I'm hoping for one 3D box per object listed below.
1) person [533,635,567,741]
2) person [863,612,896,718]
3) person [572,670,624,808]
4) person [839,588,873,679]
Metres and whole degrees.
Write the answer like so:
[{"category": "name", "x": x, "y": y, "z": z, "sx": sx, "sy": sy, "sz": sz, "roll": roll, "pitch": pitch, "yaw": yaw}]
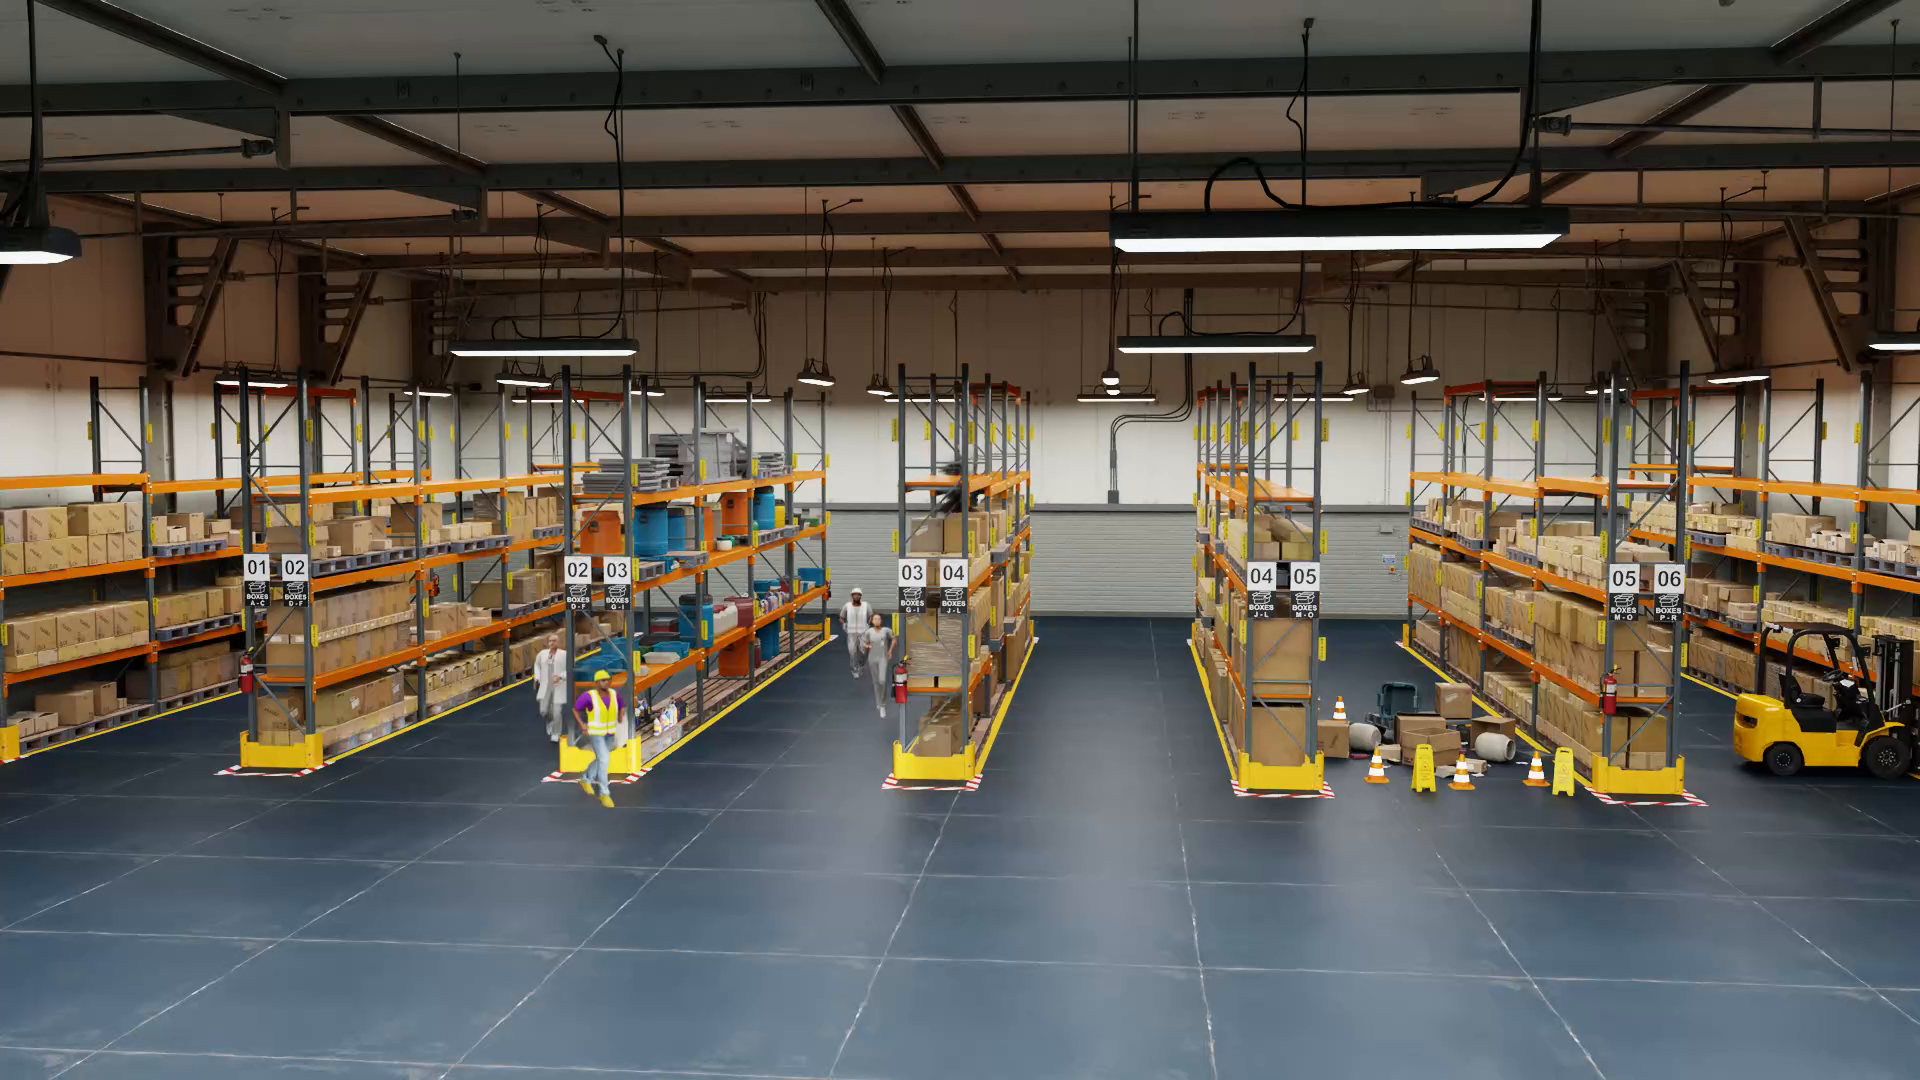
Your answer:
[{"category": "person", "x": -6.612, "y": 2.405, "z": 26.959, "sx": 0.704, "sy": 1.732, "sz": 0.595, "roll": 0, "pitch": 4, "yaw": 1}, {"category": "person", "x": -1.376, "y": 2.099, "z": 28.106, "sx": 0.542, "sy": 1.763, "sz": 0.711, "roll": 0, "pitch": 4, "yaw": 7}, {"category": "person", "x": -4.873, "y": 2.659, "z": 22.613, "sx": 0.862, "sy": 1.808, "sz": 0.715, "roll": 3, "pitch": 5, "yaw": 43}, {"category": "person", "x": -1.983, "y": 1.793, "z": 31.924, "sx": 0.679, "sy": 1.744, "sz": 0.571, "roll": 0, "pitch": 4, "yaw": -4}]
